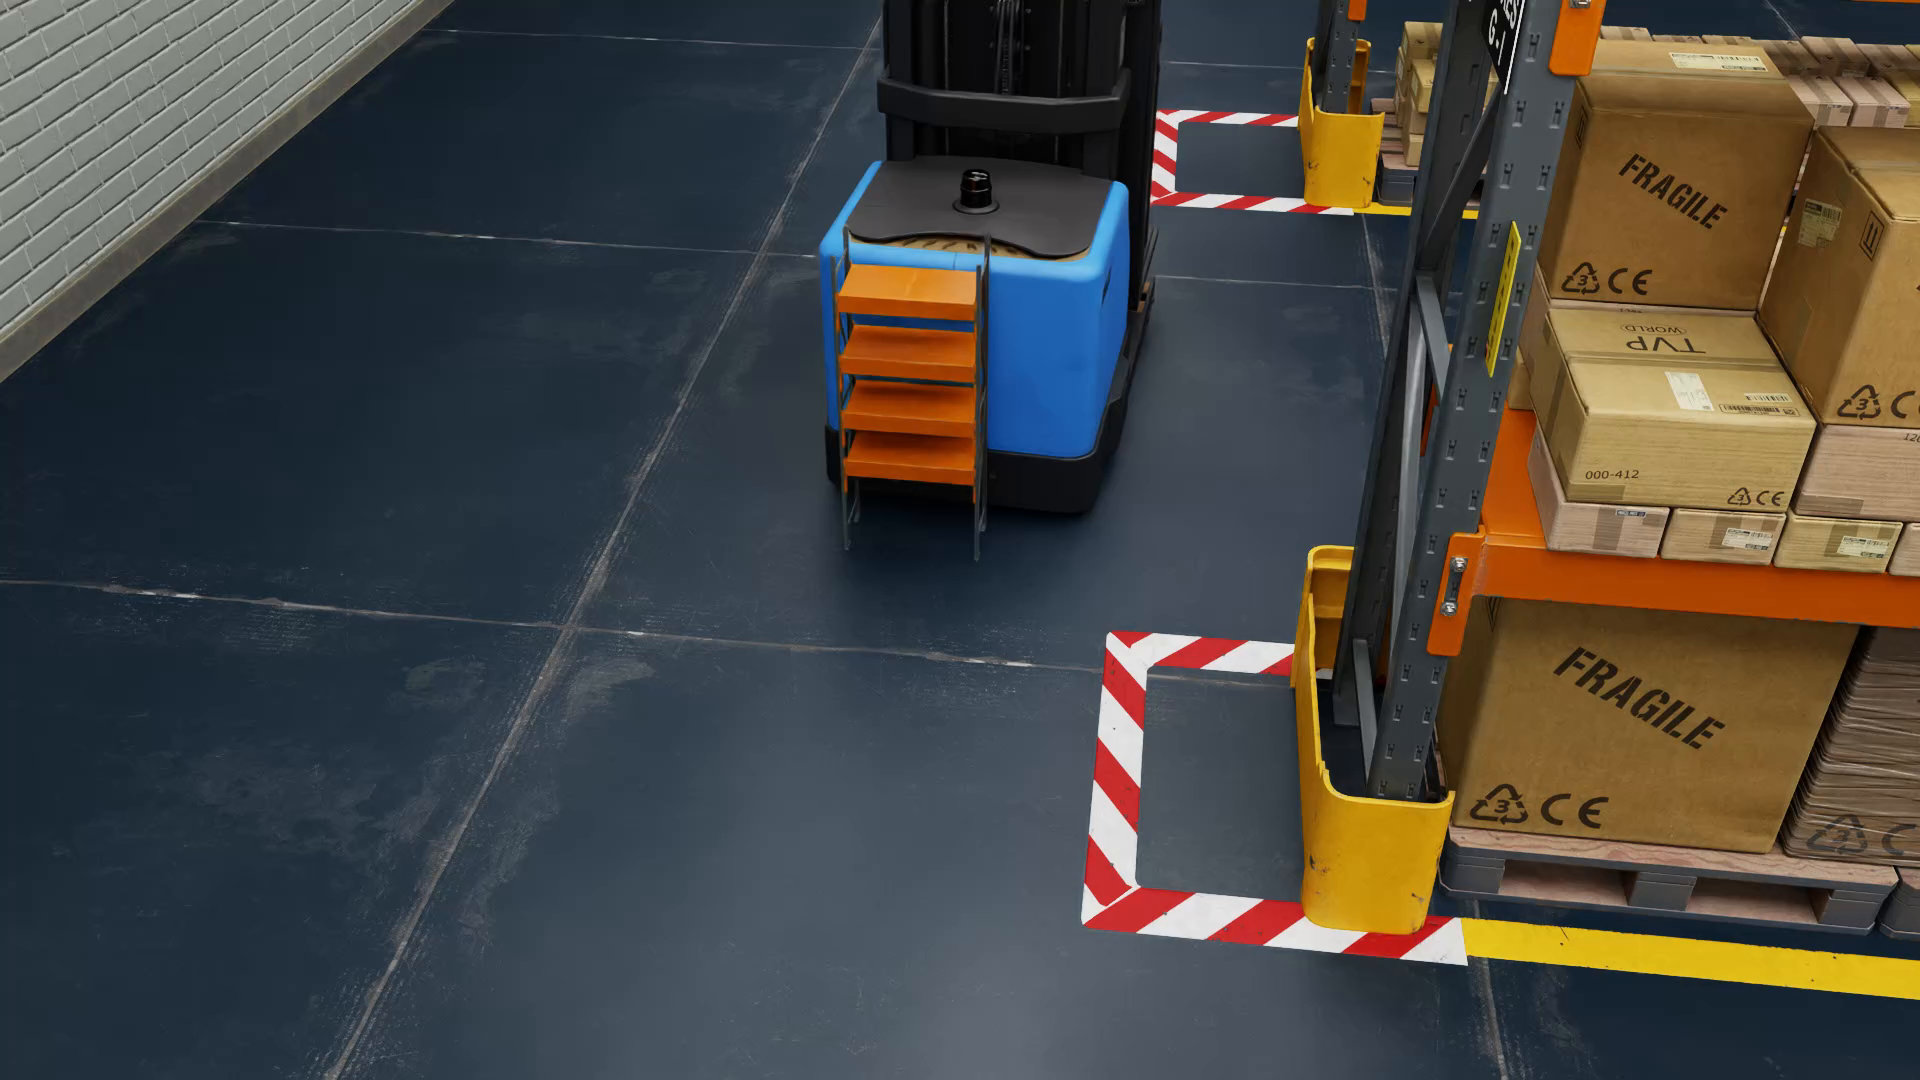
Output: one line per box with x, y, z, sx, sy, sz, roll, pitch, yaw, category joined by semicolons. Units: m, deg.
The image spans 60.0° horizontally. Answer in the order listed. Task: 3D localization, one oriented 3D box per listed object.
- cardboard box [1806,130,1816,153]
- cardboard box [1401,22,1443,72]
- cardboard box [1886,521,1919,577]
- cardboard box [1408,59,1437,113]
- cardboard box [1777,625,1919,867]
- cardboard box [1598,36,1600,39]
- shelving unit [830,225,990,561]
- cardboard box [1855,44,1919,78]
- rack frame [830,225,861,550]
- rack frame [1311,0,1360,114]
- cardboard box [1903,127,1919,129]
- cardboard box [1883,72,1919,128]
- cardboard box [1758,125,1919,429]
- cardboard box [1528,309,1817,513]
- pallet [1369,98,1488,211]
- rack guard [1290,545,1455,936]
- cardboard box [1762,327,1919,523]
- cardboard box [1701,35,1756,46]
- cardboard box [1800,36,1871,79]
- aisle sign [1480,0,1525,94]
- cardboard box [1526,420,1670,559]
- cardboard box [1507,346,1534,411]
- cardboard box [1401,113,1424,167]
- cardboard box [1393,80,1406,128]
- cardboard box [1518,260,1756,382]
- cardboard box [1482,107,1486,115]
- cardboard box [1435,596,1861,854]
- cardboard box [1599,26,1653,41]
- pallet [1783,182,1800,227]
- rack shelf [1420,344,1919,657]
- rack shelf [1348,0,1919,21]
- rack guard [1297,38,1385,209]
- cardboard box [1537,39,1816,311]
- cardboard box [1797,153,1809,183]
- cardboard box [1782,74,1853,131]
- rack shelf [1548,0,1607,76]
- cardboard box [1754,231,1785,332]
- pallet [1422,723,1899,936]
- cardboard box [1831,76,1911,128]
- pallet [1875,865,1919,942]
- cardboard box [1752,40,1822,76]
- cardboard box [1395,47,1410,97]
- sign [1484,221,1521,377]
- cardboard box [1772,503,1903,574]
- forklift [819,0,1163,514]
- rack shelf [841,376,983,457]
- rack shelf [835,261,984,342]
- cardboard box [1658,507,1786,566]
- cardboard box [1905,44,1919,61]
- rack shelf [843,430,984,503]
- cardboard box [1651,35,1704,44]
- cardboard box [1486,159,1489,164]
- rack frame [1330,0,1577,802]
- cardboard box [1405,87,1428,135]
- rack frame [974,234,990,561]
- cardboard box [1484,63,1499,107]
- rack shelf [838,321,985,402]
4.296;-2.112;8.464;0.250;0.149;0.380;3;36;4;cardboard box
2.532;-2.659;8.975;0.250;0.149;0.380;5;36;7;cardboard box
2.320;-0.075;3.990;0.250;0.149;0.380;4;36;5;cardboard box
2.451;-2.318;8.496;0.250;0.149;0.380;3;36;4;cardboard box
2.790;0.313;4.697;0.875;0.875;0.875;4;36;6;cardboard box
3.295;-2.606;8.900;0.250;0.149;0.380;3;36;4;cardboard box
-0.165;-0.499;5.917;0.503;1.200;0.258;5;36;7;shelving unit
4.842;-2.453;8.685;0.250;0.149;0.380;3;36;5;cardboard box
-0.406;-0.519;5.944;0.015;1.200;0.240;5;36;7;rack frame
1.974;-3.300;8.292;0.127;3.000;1.000;4;36;6;rack frame
4.815;-2.073;8.409;0.250;0.149;0.380;5;36;6;cardboard box
4.802;-2.207;8.341;0.250;0.149;0.380;5;36;7;cardboard box
2.180;-0.587;3.717;0.500;0.500;0.500;3;36;5;cardboard box
1.684;-0.318;3.987;0.500;0.250;0.500;3;36;5;cardboard box
2.851;-2.079;8.981;1.213;0.211;1.003;4;36;6;pallet
1.218;0.566;5.026;0.348;0.500;1.175;4;36;6;rack guard
2.200;-0.284;3.939;0.500;0.250;0.500;4;36;5;cardboard box
4.080;-2.532;8.796;0.250;0.149;0.380;4;36;6;cardboard box
4.600;-2.518;8.777;0.250;0.149;0.380;5;36;7;cardboard box
1.133;-1.340;3.308;0.004;0.787;0.394;4;36;6;aisle sign
1.552;-0.131;4.067;0.250;0.149;0.380;5;36;6;cardboard box
1.637;-0.511;4.600;0.250;0.149;0.380;5;36;7;cardboard box
2.453;-2.087;8.685;0.250;0.149;0.380;5;36;7;cardboard box
2.523;-2.392;9.112;0.250;0.149;0.380;5;36;7;cardboard box
1.757;-0.627;4.419;0.500;0.250;0.500;4;36;5;cardboard box
2.726;-2.192;8.576;0.250;0.149;0.380;4;36;6;cardboard box
1.887;0.246;4.791;0.875;0.875;0.875;4;36;6;cardboard box
3.569;-2.618;8.917;0.250;0.149;0.380;6;36;8;cardboard box
4.058;-1.987;8.853;1.213;0.211;1.003;4;36;6;pallet
3.226;-0.009;4.299;4.000;0.370;1.077;4;36;6;rack shelf
3.958;-2.859;8.293;4.000;0.370;1.077;4;36;6;rack shelf
2.050;-2.277;9.010;0.348;0.500;1.175;4;36;6;rack guard
1.759;-0.930;4.199;0.500;0.500;0.500;5;36;7;cardboard box
4.233;-1.982;8.537;0.250;0.149;0.380;5;36;7;cardboard box
4.253;-2.187;8.313;0.250;0.149;0.380;3;36;4;cardboard box
3.226;-1.230;3.428;4.000;0.370;1.077;4;36;6;rack shelf
2.260;-0.589;4.366;0.500;0.250;0.500;4;36;5;cardboard box
2.045;0.700;5.088;1.213;0.211;1.003;4;36;6;pallet
4.522;-2.174;8.295;0.250;0.149;0.380;3;36;4;cardboard box
3.252;0.791;4.960;1.213;0.211;1.003;4;36;6;pallet
4.319;-2.491;8.739;0.250;0.149;0.380;3;36;4;cardboard box
2.534;-2.557;9.087;0.250;0.149;0.380;3;36;5;cardboard box
1.166;-0.515;3.576;0.005;0.325;0.100;4;36;6;sign
2.061;-0.094;4.016;0.250;0.149;0.380;3;36;5;cardboard box
0.288;-2.145;6.733;1.130;2.935;3.031;7;36;10;forklift
-0.165;-0.444;5.956;0.480;0.148;0.258;5;36;7;rack shelf
-0.165;-0.819;5.688;0.480;0.148;0.258;5;36;7;rack shelf
1.807;-0.113;4.042;0.250;0.149;0.380;4;36;5;cardboard box
5.104;-2.446;8.676;0.250;0.149;0.380;4;36;5;cardboard box
-0.165;-0.283;6.071;0.480;0.148;0.258;5;36;7;rack shelf
3.816;-2.535;8.800;0.250;0.149;0.380;3;36;4;cardboard box
2.723;-2.115;8.724;0.250;0.149;0.380;4;36;6;cardboard box
1.242;-0.450;4.298;0.127;3.000;1.000;4;36;6;rack frame
2.461;-2.245;8.650;0.250;0.149;0.380;6;36;8;cardboard box
0.077;-0.479;5.889;0.015;1.200;0.240;5;36;7;rack frame
2.739;-2.367;8.565;0.250;0.149;0.380;5;36;7;cardboard box
-0.165;-0.626;5.826;0.480;0.148;0.258;5;36;7;rack shelf
